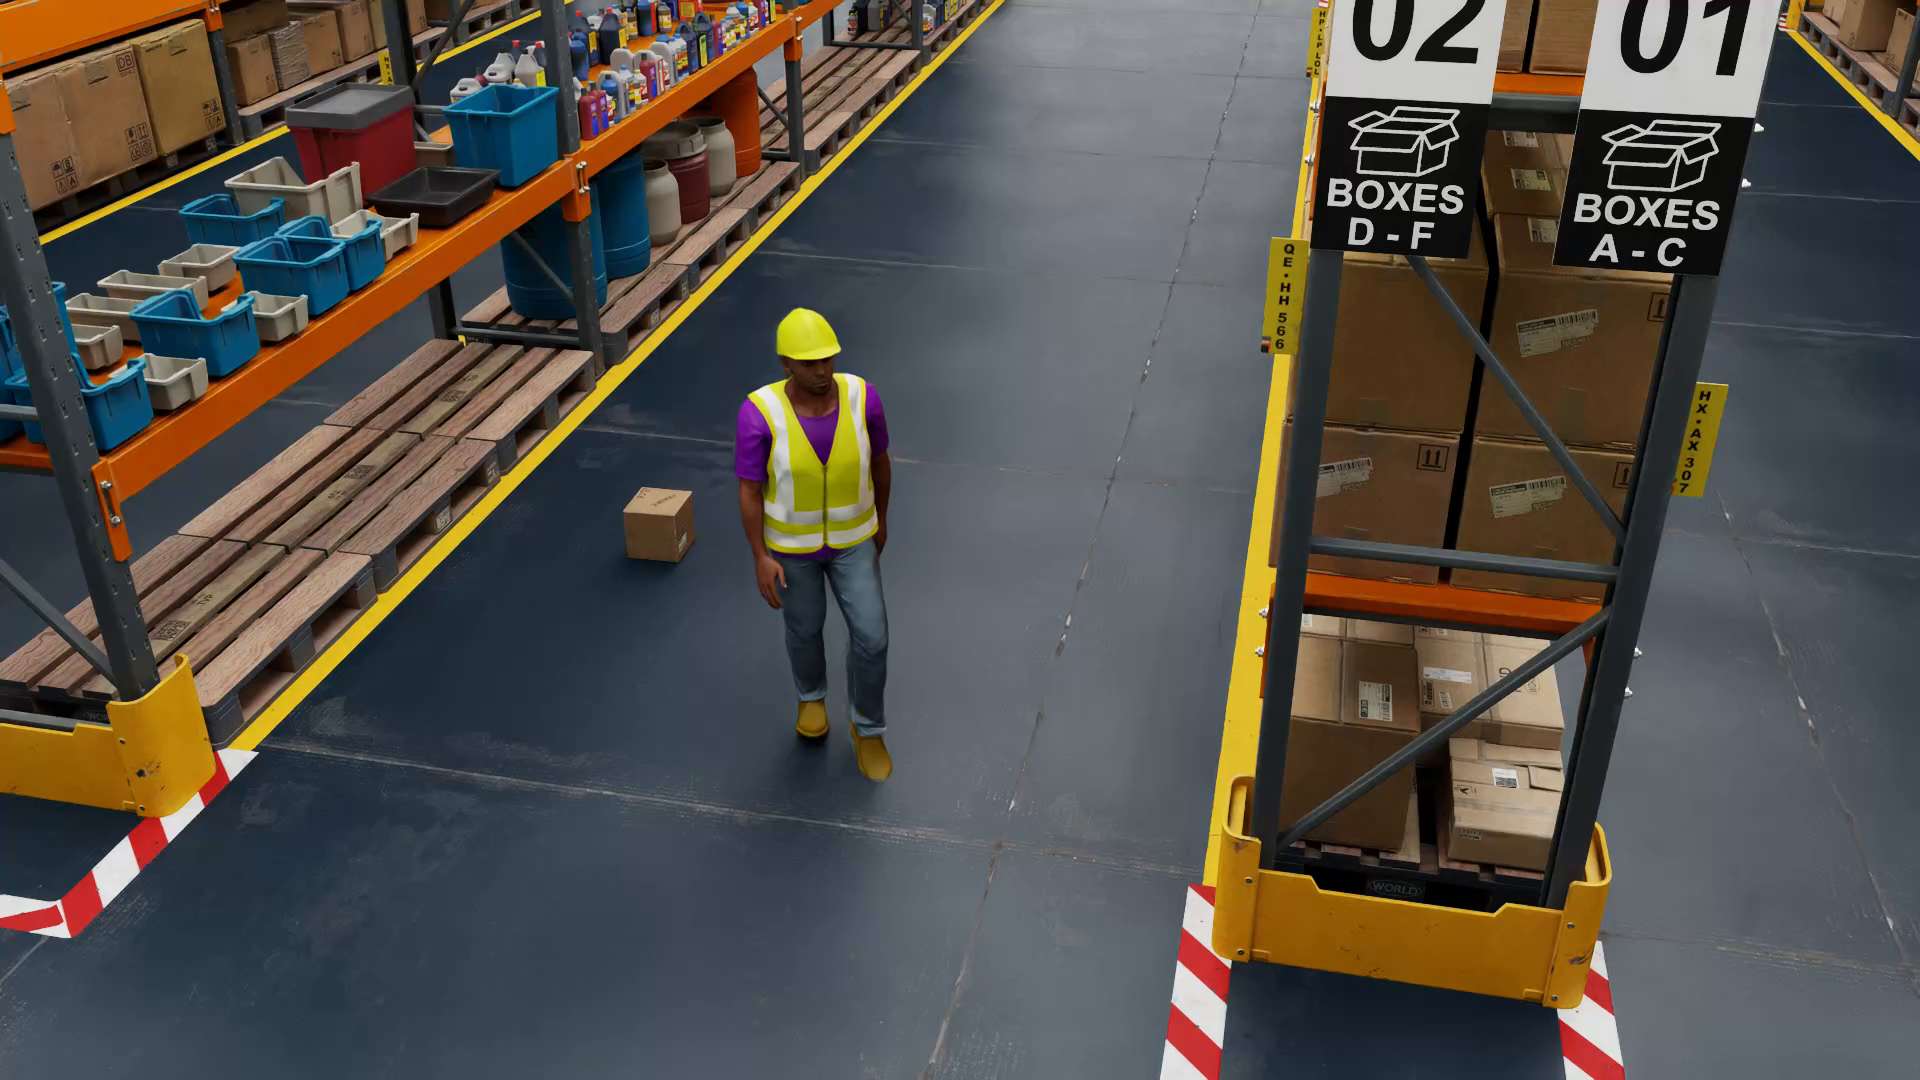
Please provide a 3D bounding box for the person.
[{"bbox_3d":[-0.510,0.031,6.065,0.582,1.826,0.581,-7,29,-13],"label":"person"}]
